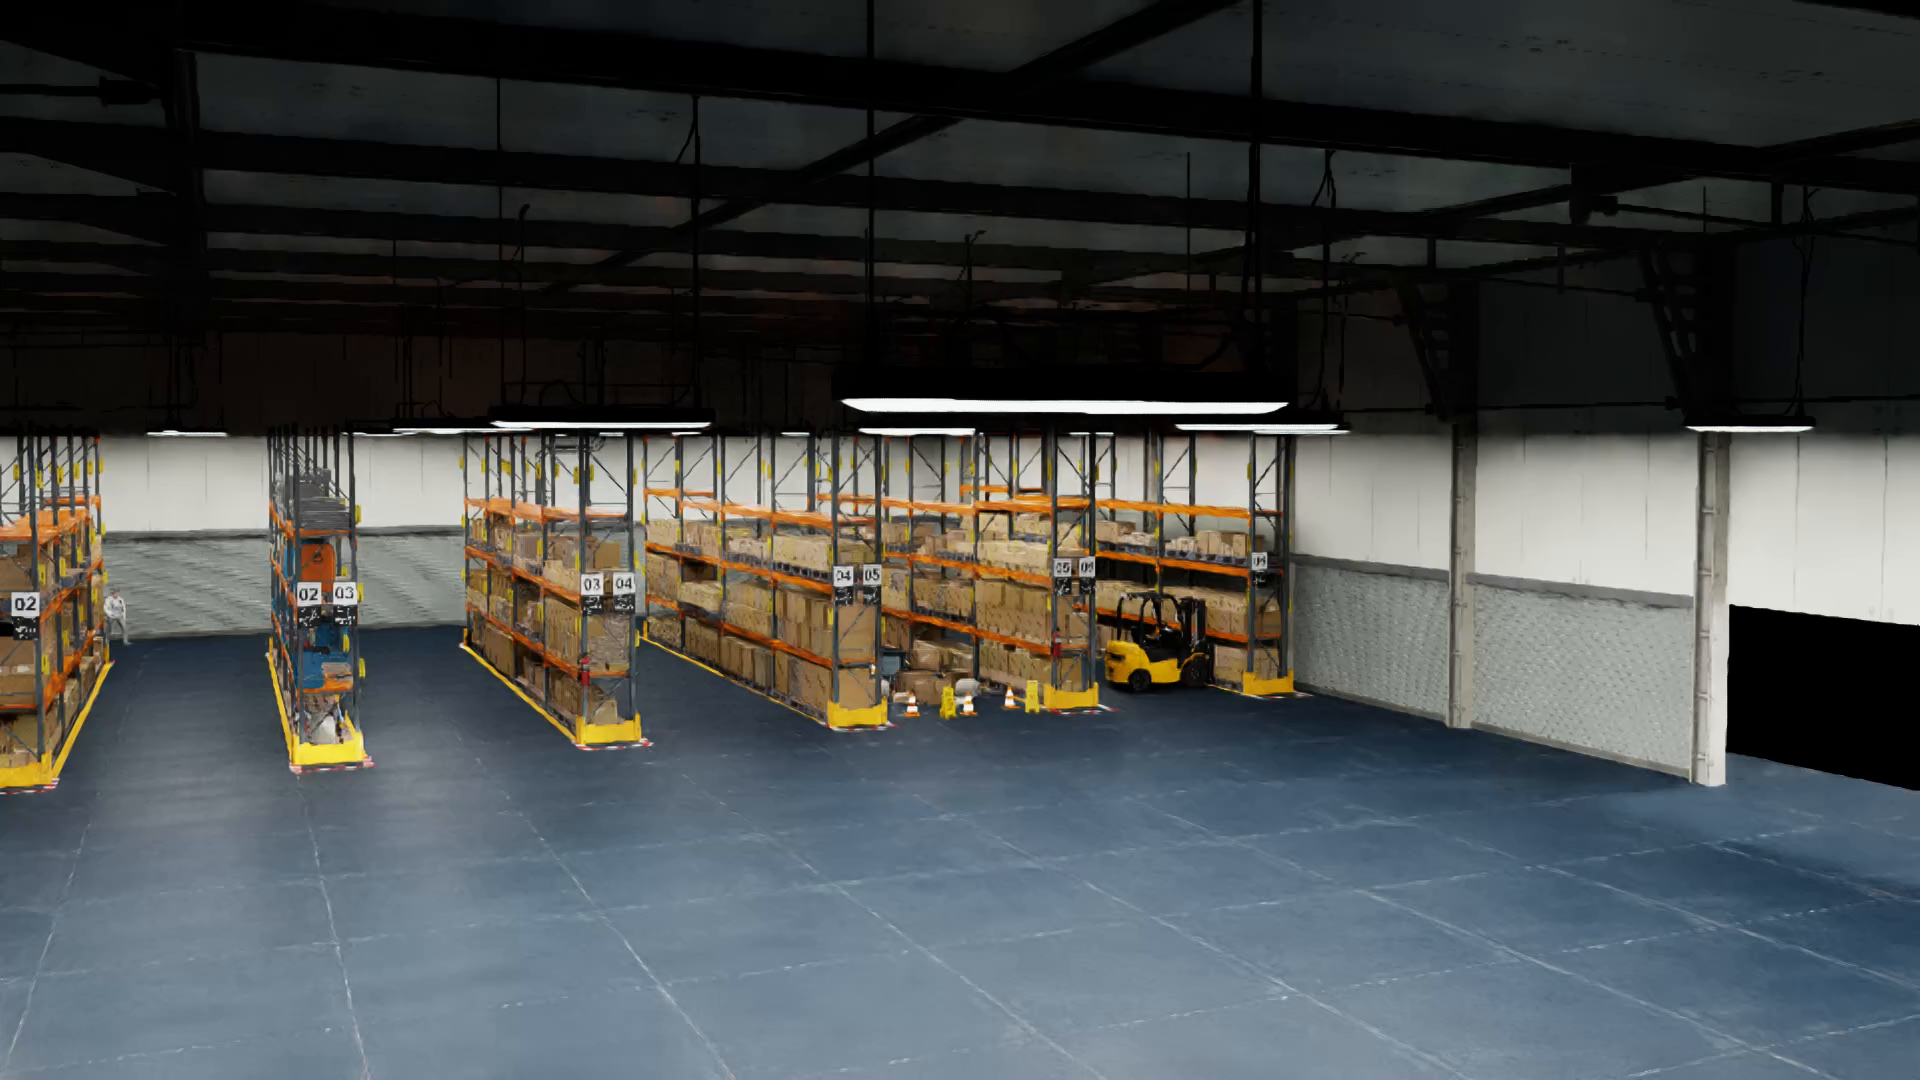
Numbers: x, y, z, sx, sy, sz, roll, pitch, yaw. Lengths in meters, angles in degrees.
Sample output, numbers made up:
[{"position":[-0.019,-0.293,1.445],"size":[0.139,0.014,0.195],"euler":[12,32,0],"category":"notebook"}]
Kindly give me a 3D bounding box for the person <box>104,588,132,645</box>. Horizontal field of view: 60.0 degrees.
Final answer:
[{"position":[-23.367,2.103,45.985],"size":[0.639,1.610,0.807],"euler":[-3,5,-40],"category":"person"}]

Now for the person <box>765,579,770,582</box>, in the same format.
[{"position":[-5.443,1.975,47.771],"size":[0.447,1.705,0.474],"euler":[-1,4,-14],"category":"person"}]
